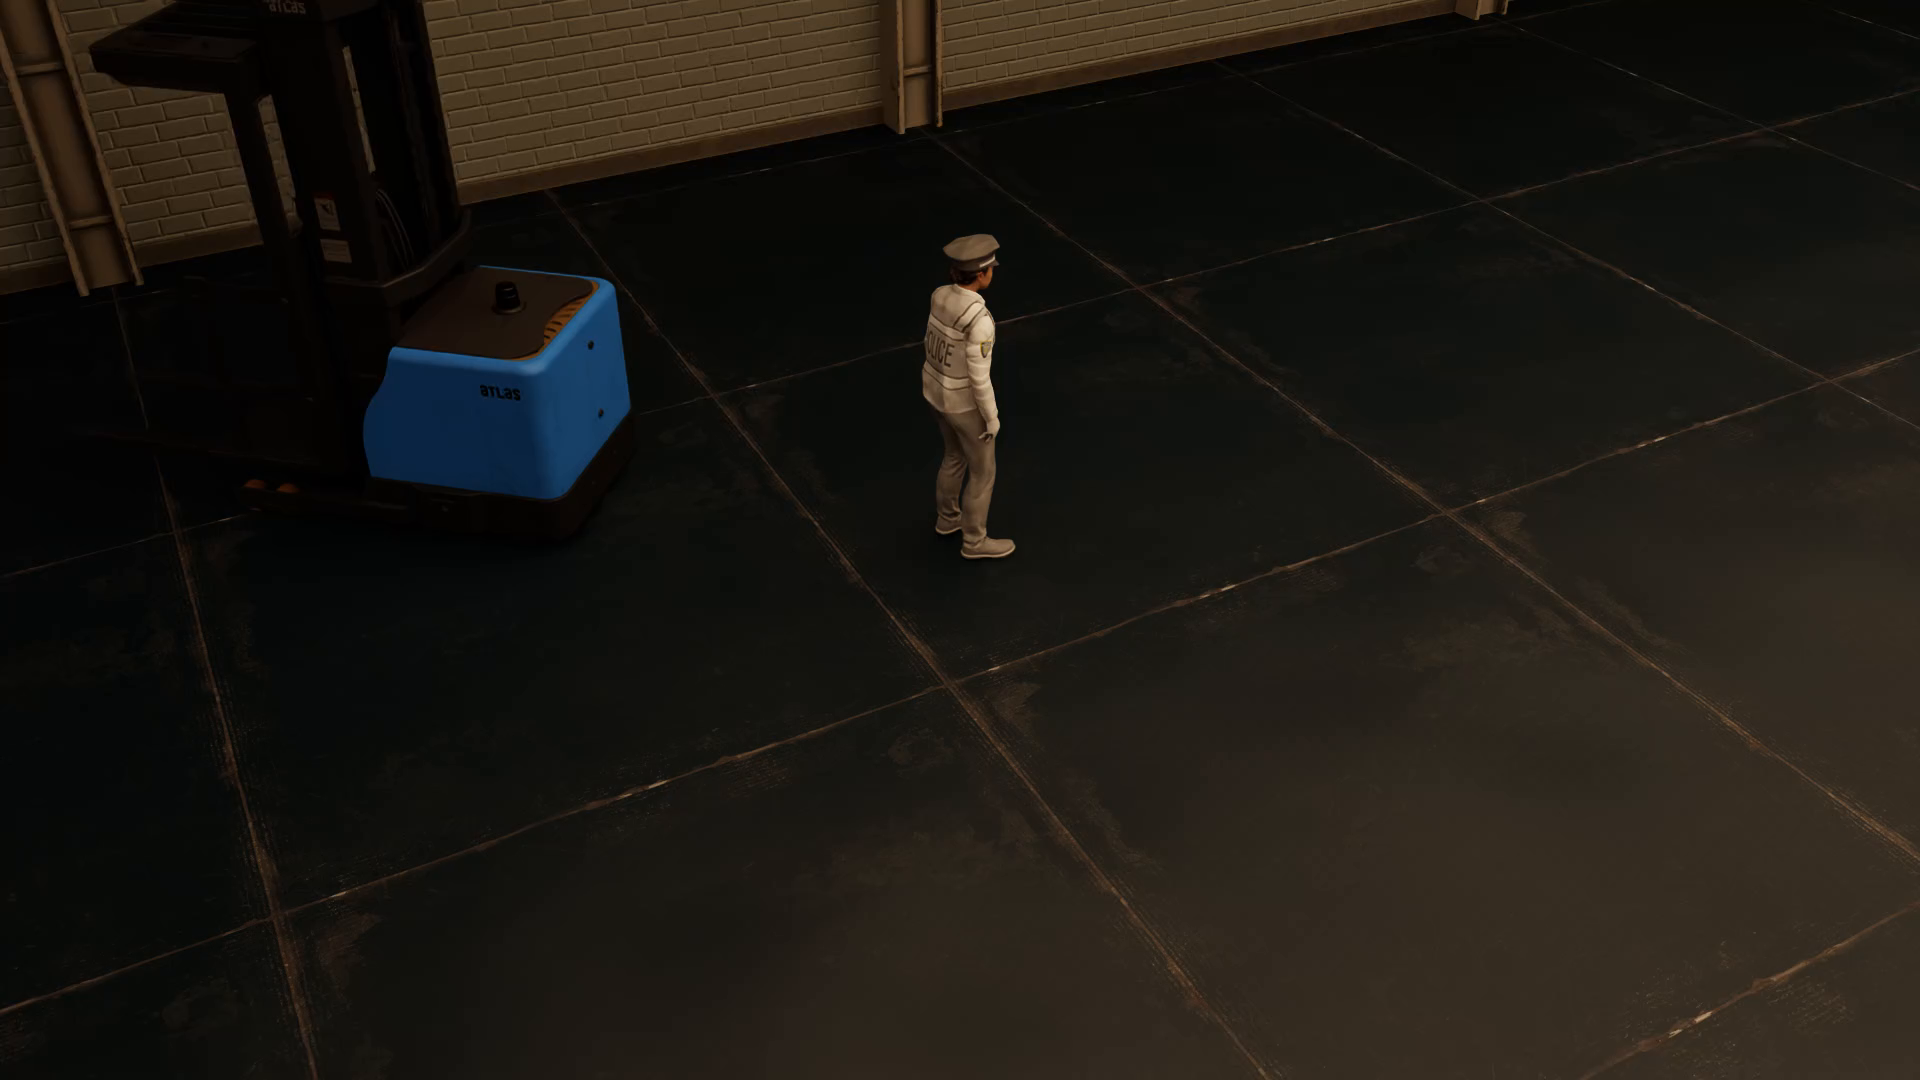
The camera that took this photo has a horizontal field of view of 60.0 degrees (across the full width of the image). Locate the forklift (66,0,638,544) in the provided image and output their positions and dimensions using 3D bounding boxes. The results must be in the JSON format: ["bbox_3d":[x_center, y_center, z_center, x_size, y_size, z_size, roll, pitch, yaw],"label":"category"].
[{"bbox_3d":[-3.370,-1.617,8.410,3.031,2.935,1.130,8,36,11],"label":"forklift"}]

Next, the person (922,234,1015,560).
[{"bbox_3d":[0.021,-0.691,8.202,0.372,1.663,0.529,-18,39,-24],"label":"person"}]
